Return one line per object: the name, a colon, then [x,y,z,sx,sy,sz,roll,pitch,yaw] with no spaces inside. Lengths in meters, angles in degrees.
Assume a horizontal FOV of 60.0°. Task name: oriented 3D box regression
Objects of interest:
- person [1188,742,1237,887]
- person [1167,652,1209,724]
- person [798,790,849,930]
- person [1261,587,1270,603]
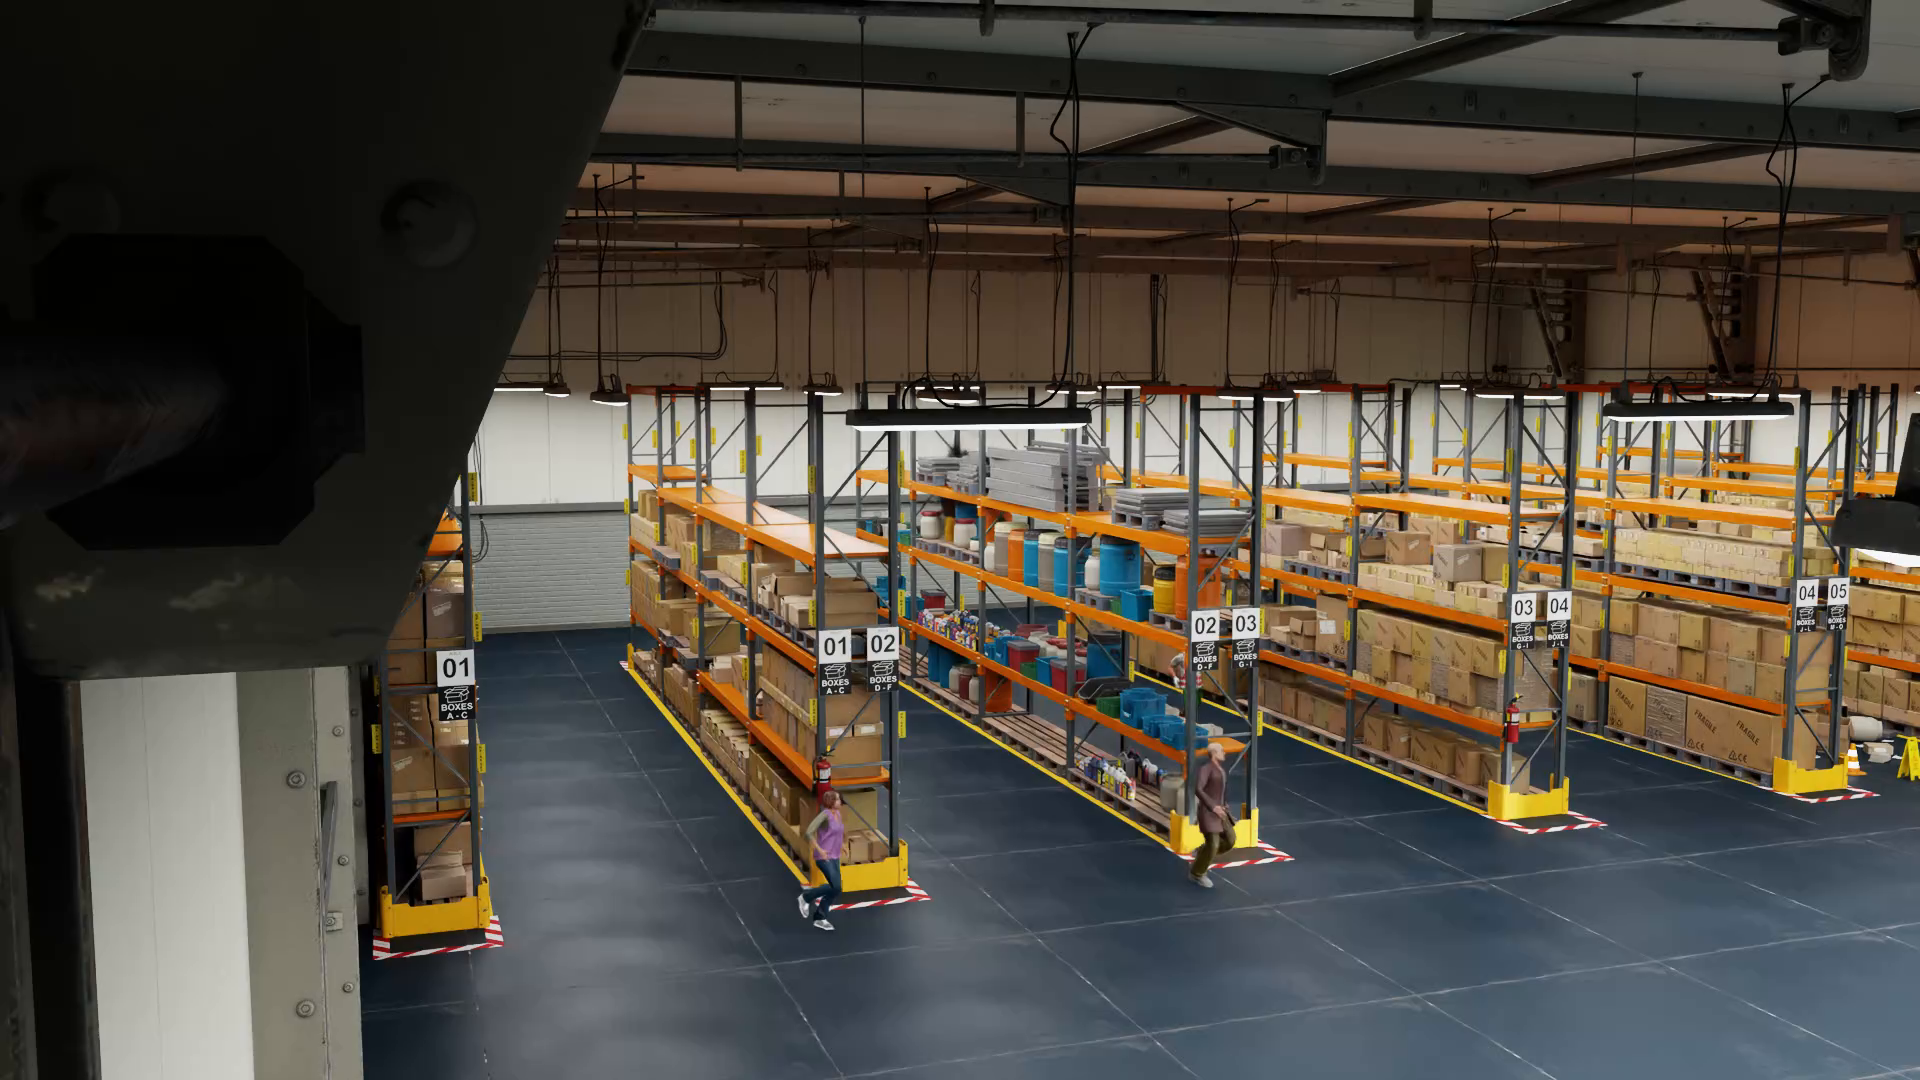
person: [3.148,3.367,20.562,0.561,1.726,0.772,4,7,33]
person: [3.917,2.509,28.202,0.661,1.765,1.002,-3,7,-28]
person: [-1.525,3.622,18.984,0.502,1.538,0.586,2,6,23]
person: [7.466,1.223,41.215,0.594,1.749,0.690,-2,6,-19]
